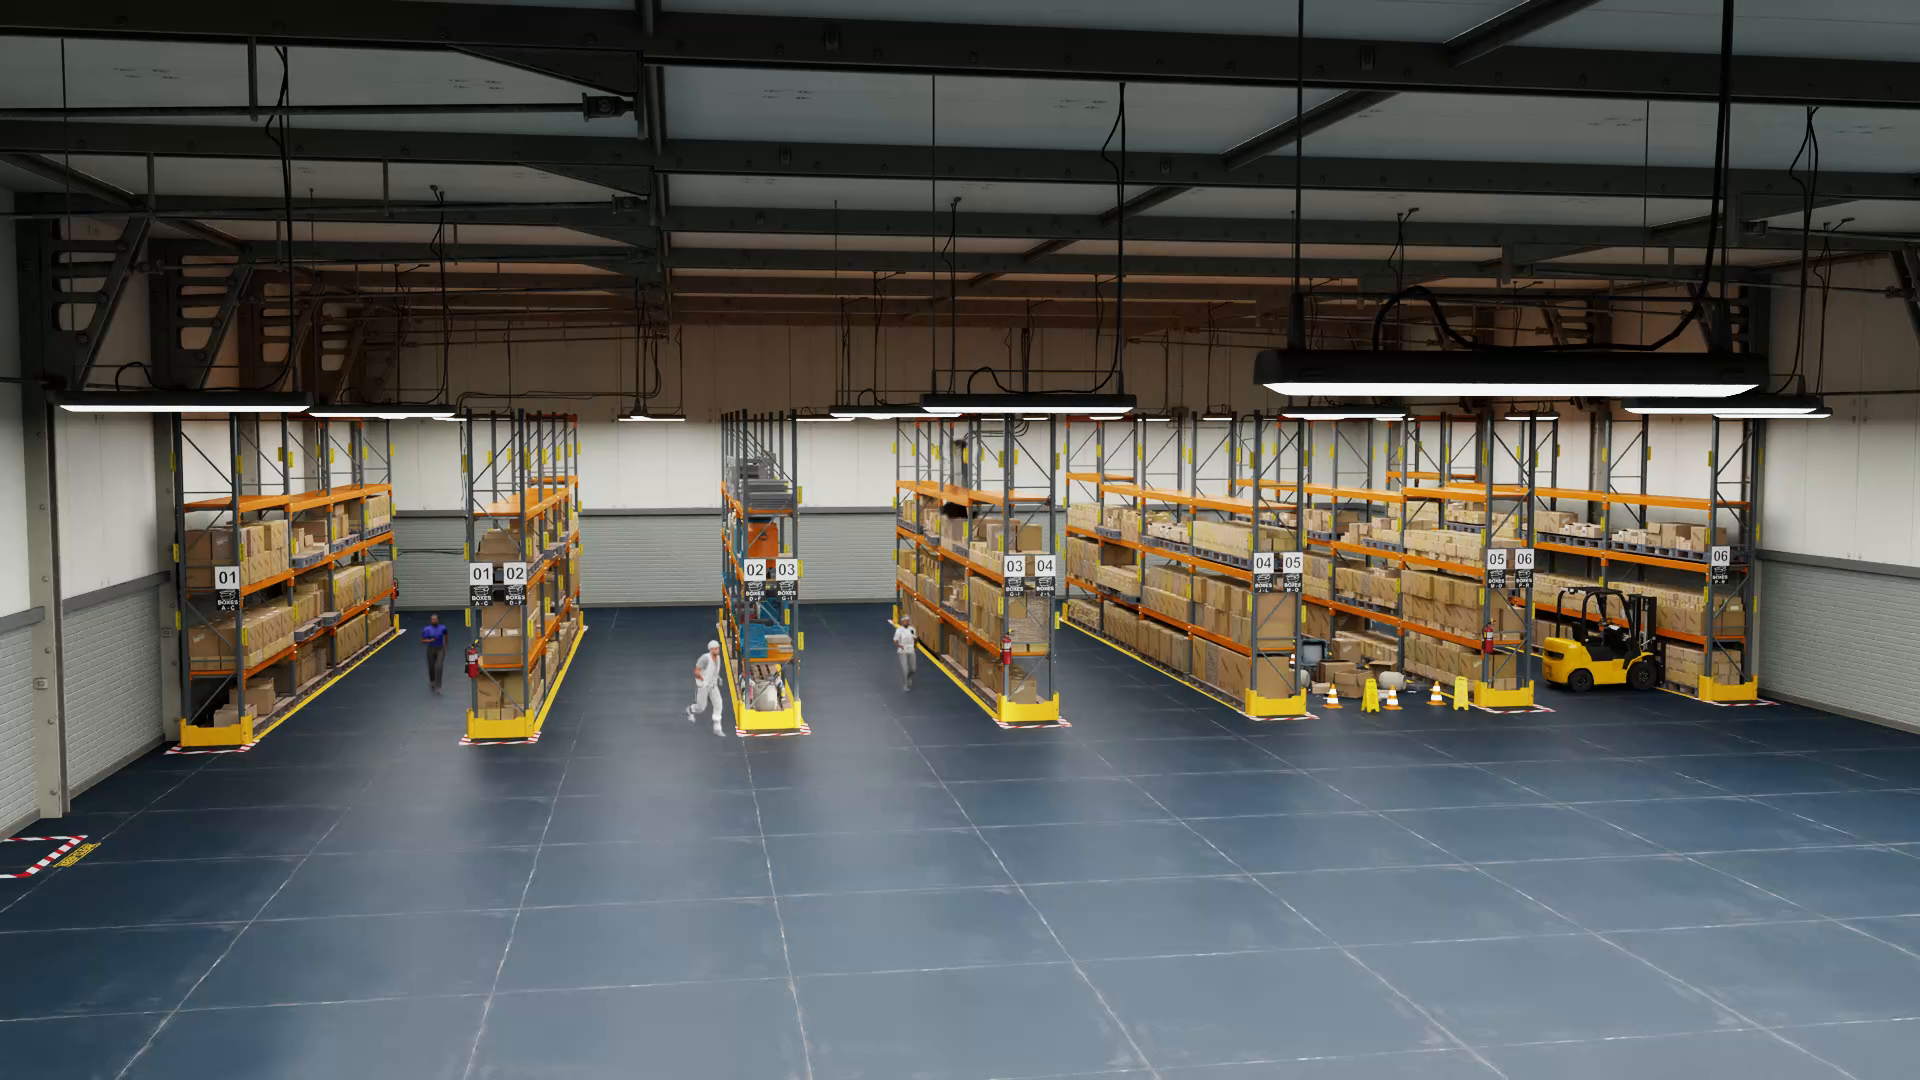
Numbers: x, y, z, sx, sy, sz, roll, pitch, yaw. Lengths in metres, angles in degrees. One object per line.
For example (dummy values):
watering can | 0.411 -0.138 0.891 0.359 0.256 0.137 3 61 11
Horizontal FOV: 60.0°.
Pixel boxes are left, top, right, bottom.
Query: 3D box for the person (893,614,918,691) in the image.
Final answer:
person | -1.135 2.410 35.599 0.570 1.653 0.549 -1 4 -18

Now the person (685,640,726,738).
person | -4.687 2.719 30.671 1.069 1.772 0.652 3 5 40

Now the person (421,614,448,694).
person | -11.185 2.399 35.433 0.566 1.662 0.929 -1 4 -18
